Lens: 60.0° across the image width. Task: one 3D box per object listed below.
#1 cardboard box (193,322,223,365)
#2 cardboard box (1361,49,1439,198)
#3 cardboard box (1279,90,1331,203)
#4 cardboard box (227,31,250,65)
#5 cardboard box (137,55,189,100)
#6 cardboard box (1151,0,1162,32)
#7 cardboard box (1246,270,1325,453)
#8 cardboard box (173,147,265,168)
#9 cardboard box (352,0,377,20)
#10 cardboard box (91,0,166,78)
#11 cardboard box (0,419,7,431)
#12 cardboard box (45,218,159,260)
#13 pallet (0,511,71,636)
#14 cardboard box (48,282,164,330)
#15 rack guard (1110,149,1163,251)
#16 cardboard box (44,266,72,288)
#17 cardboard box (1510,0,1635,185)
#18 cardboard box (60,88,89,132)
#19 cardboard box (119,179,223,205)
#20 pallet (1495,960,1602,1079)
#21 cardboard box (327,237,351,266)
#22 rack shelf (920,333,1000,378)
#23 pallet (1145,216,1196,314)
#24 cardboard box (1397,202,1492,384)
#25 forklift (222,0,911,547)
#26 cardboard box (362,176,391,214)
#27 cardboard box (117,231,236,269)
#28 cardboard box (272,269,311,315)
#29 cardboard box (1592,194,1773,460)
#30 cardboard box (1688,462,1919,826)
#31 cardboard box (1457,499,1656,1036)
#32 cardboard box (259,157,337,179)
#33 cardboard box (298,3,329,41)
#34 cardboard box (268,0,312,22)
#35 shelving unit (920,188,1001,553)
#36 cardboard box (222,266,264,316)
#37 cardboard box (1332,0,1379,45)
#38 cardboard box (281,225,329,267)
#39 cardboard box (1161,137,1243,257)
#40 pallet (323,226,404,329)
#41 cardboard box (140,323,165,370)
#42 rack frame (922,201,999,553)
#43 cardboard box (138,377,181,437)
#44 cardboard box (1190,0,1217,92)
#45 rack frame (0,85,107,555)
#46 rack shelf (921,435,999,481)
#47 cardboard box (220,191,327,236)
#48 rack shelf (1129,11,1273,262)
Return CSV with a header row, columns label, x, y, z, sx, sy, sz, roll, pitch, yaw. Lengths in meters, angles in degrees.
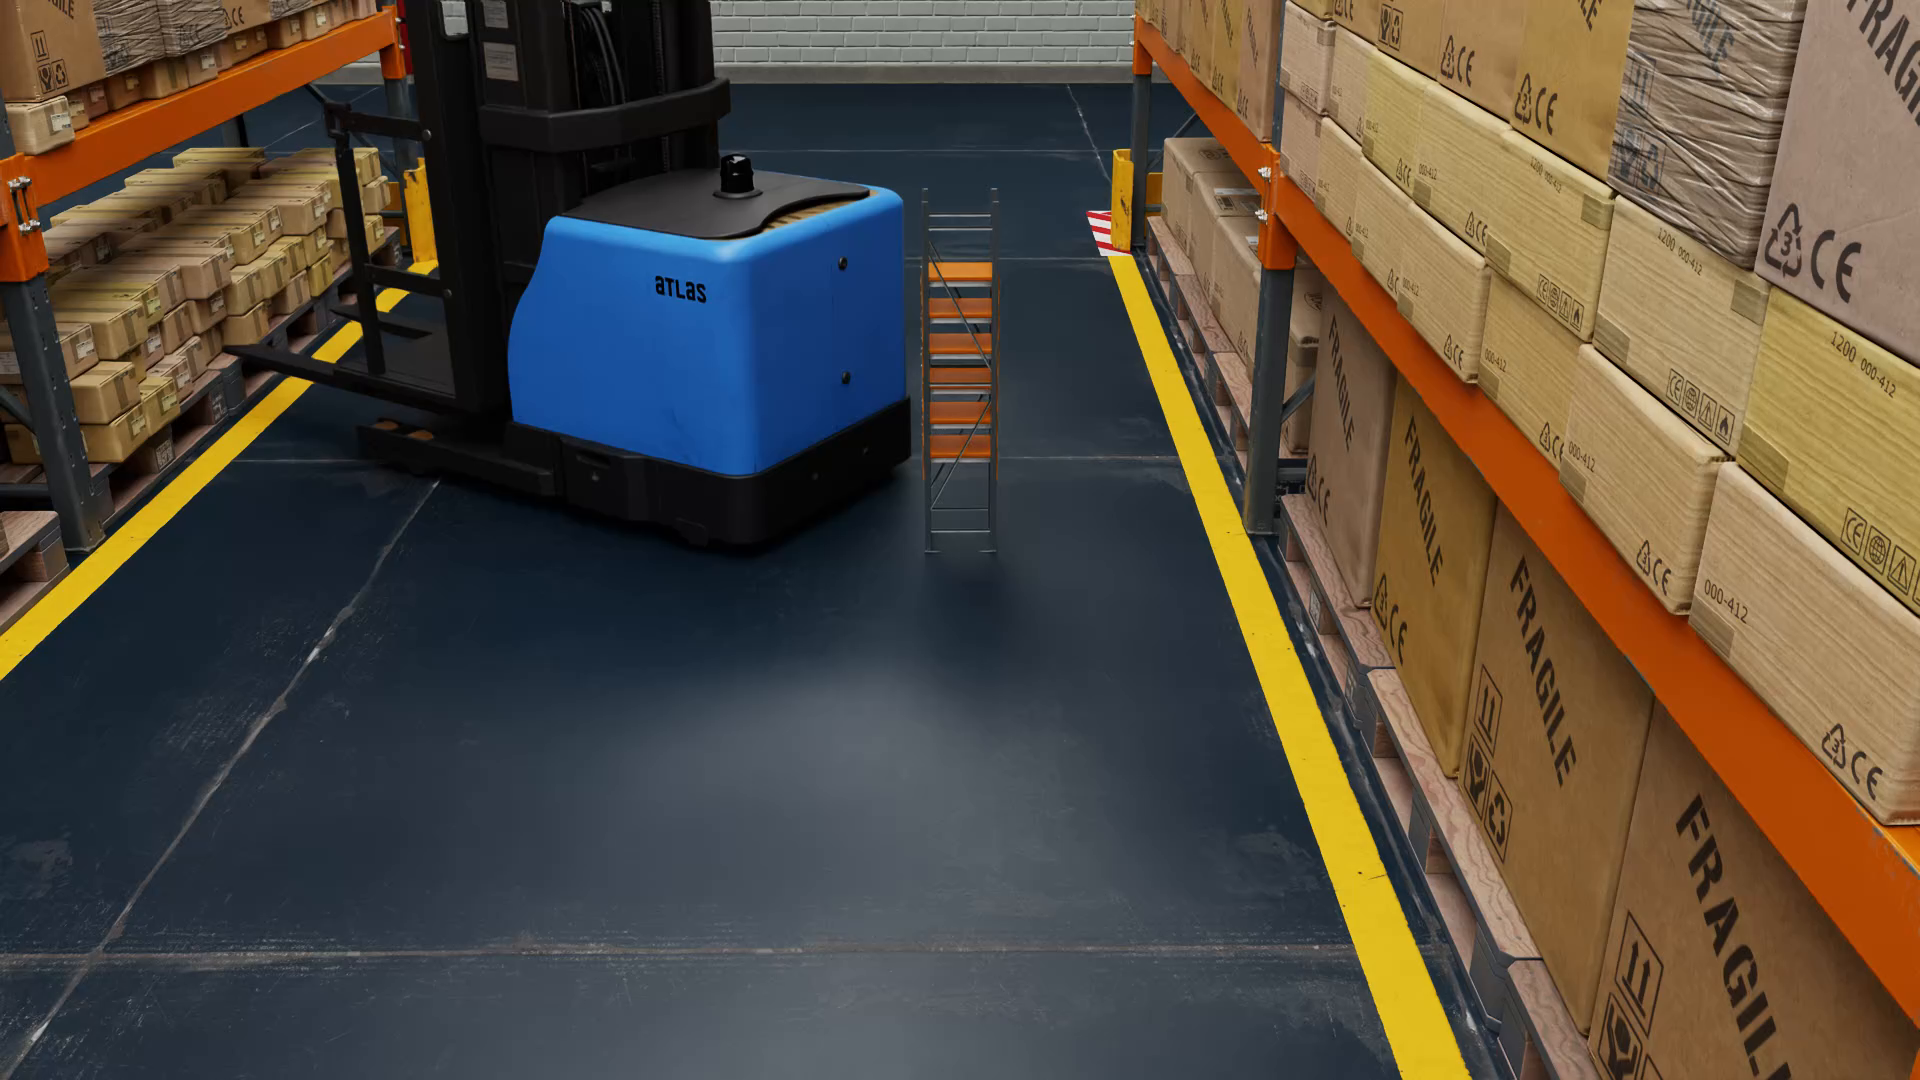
label,x,y,z,sx,sy,sz,roll,pitch,yaw
cardboard box,-3.282,-0.811,6.854,0.380,0.149,0.250,-1,24,-3
cardboard box,1.233,-0.959,3.805,0.500,0.250,0.500,0,24,0
cardboard box,1.238,-1.154,4.843,0.500,0.250,0.500,-1,24,-2
cardboard box,-3.264,-2.101,7.060,0.380,0.149,0.250,0,24,0
cardboard box,-3.194,-1.776,6.342,0.380,0.149,0.250,0,24,0
cardboard box,1.205,-2.691,7.938,0.500,0.500,0.500,-1,24,-1
cardboard box,1.598,-0.688,6.230,0.875,0.438,0.875,-1,24,-1
cardboard box,-3.829,-1.935,8.616,0.380,0.149,0.250,-1,24,-3
cardboard box,-3.209,-2.741,8.476,0.380,0.149,0.250,0,24,0
cardboard box,-3.217,-1.931,5.897,0.500,0.500,0.500,0,24,-1
cardboard box,-3.715,-0.500,6.166,0.380,0.149,0.250,0,24,1
cardboard box,-3.696,-1.289,7.189,0.380,0.149,0.250,0,24,0
pallet,-3.441,0.251,4.939,1.003,0.211,1.213,0,24,-1
cardboard box,-3.244,-0.865,6.250,0.380,0.149,0.250,-1,24,-1
rack guard,1.453,-1.924,9.397,1.175,0.500,0.348,0,24,-1
cardboard box,-3.693,-0.964,6.470,0.380,0.149,0.250,1,24,1
cardboard box,1.261,-0.885,2.733,0.500,0.500,0.500,0,24,-1
cardboard box,-3.204,-1.450,5.622,0.380,0.149,0.250,0,24,1
cardboard box,-3.746,-1.616,7.910,0.380,0.149,0.250,-1,24,-3
pallet,1.608,1.189,2.865,1.003,0.211,1.213,0,24,-1
cardboard box,-3.260,-1.450,8.267,0.380,0.149,0.250,0,24,-1
rack shelf,0.000,-0.610,5.458,0.258,0.103,0.180,0,24,-1
pallet,1.541,-1.453,8.707,1.003,0.211,1.213,0,24,-1
cardboard box,1.231,-0.523,3.449,0.500,0.250,0.500,-1,24,-1
forklift,-1.709,-1.752,6.066,3.031,2.935,1.130,14,28,29
cardboard box,-3.204,-1.801,8.680,0.380,0.149,0.250,-1,24,-2
cardboard box,-3.276,-1.189,6.967,0.380,0.149,0.250,-1,24,-3
cardboard box,-3.196,-1.131,7.561,0.380,0.149,0.250,0,24,0
cardboard box,1.272,-0.325,2.405,0.500,0.250,0.500,-1,24,-2
cardboard box,1.276,0.105,2.060,0.500,0.250,0.500,-1,24,-2
cardboard box,1.611,0.368,3.365,0.875,0.875,0.875,0,24,0
cardboard box,-3.290,-1.831,8.387,0.380,0.149,0.250,0,24,0
cardboard box,-3.200,-2.430,7.788,0.380,0.149,0.250,0,24,1
cardboard box,-3.217,-2.565,7.299,0.500,0.500,0.500,0,24,0
shelving unit,0.000,-0.541,5.490,0.258,1.200,0.189,0,24,-1
cardboard box,-3.185,-1.052,7.026,0.380,0.149,0.250,0,24,-1
cardboard box,1.248,-1.513,4.122,0.500,0.500,0.500,0,24,-1
cardboard box,-3.178,-1.373,7.735,0.380,0.149,0.250,0,24,0
cardboard box,1.561,-1.805,8.701,0.875,0.438,0.875,-1,24,-2
pallet,-3.521,-1.352,8.483,1.003,0.211,1.213,0,24,-1
cardboard box,-3.266,-0.723,6.298,0.380,0.149,0.250,0,24,-1
rack frame,0.001,-0.503,5.406,0.240,1.200,0.006,0,24,-1
cardboard box,-3.137,-0.494,6.152,0.380,0.149,0.250,0,24,1
cardboard box,1.205,-2.059,6.541,0.500,0.500,0.500,-1,24,-1
rack frame,-3.451,-1.341,5.074,1.000,3.000,0.127,0,24,-1
rack shelf,0.000,-0.282,5.607,0.258,0.103,0.180,0,24,-1
cardboard box,-3.163,-1.508,7.672,0.380,0.149,0.250,1,24,1
rack shelf,1.475,-1.901,7.186,1.077,0.370,4.000,0,24,-1
